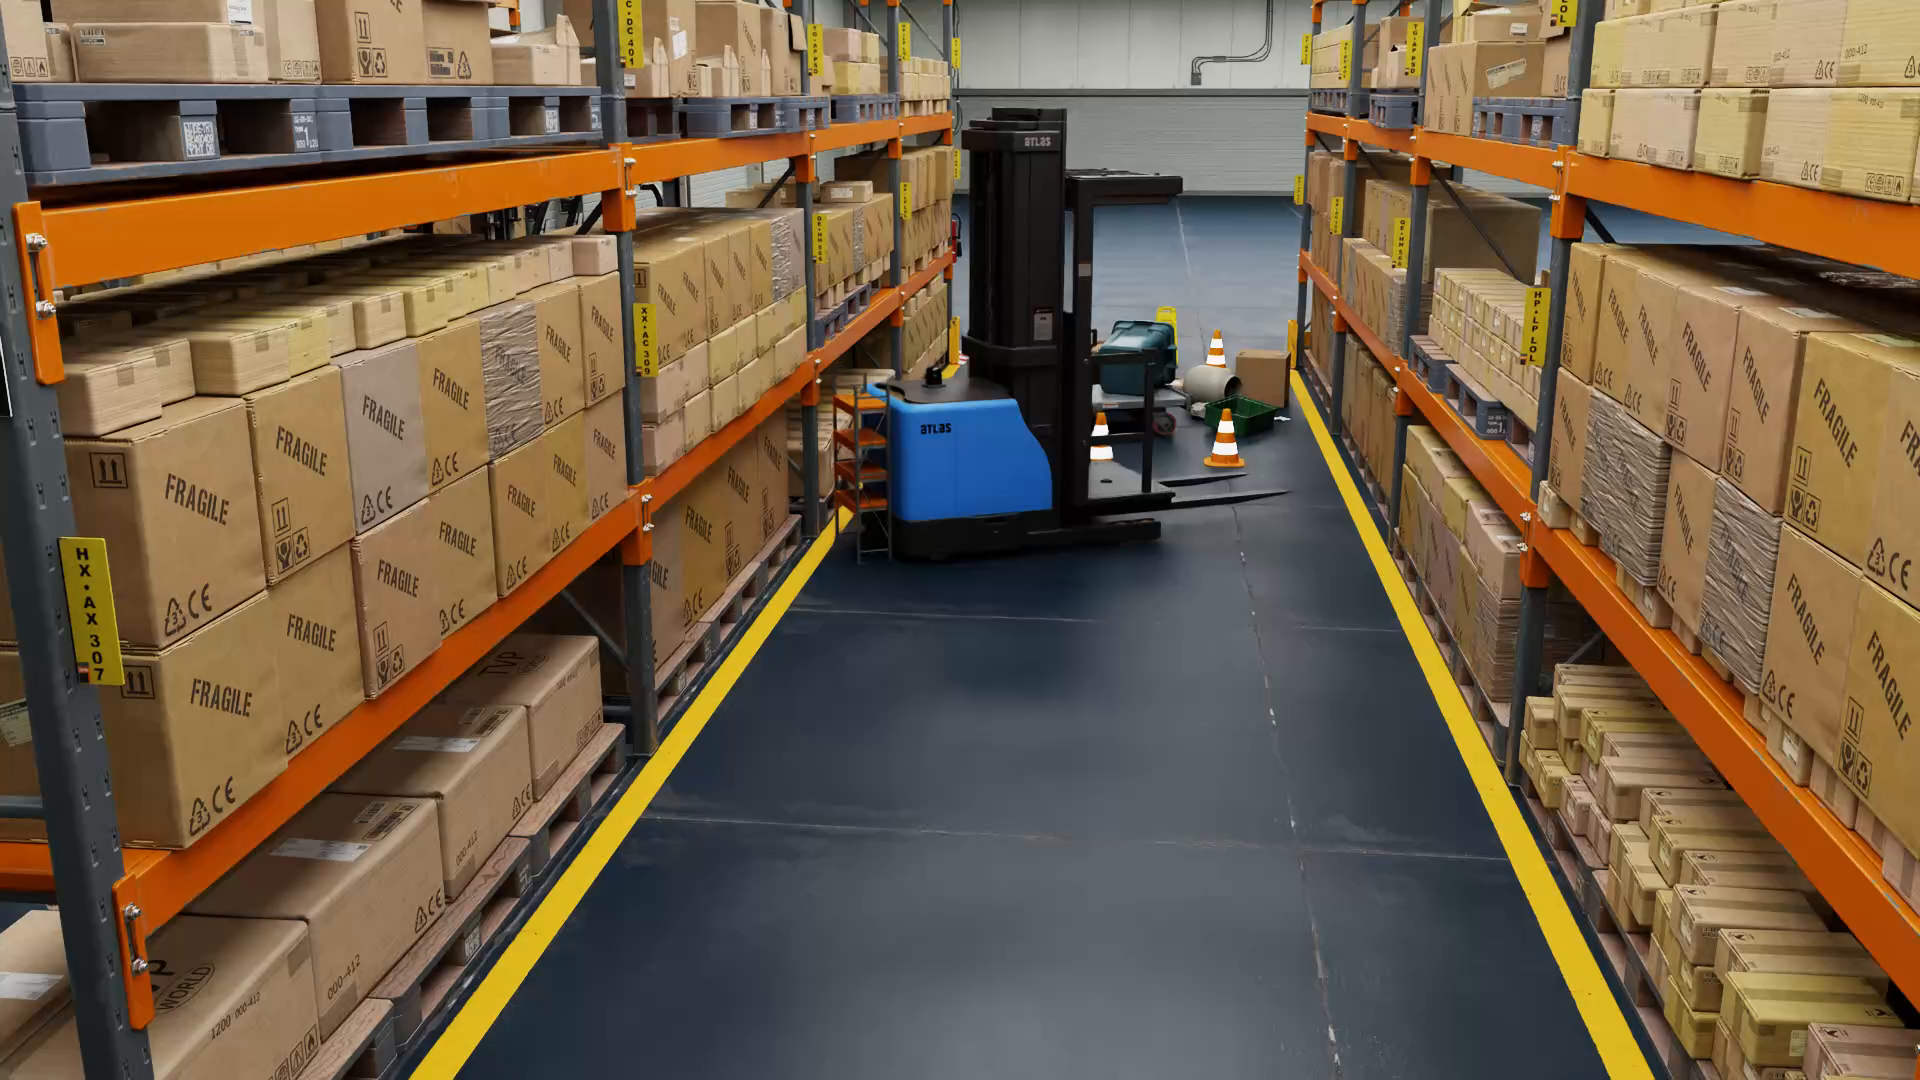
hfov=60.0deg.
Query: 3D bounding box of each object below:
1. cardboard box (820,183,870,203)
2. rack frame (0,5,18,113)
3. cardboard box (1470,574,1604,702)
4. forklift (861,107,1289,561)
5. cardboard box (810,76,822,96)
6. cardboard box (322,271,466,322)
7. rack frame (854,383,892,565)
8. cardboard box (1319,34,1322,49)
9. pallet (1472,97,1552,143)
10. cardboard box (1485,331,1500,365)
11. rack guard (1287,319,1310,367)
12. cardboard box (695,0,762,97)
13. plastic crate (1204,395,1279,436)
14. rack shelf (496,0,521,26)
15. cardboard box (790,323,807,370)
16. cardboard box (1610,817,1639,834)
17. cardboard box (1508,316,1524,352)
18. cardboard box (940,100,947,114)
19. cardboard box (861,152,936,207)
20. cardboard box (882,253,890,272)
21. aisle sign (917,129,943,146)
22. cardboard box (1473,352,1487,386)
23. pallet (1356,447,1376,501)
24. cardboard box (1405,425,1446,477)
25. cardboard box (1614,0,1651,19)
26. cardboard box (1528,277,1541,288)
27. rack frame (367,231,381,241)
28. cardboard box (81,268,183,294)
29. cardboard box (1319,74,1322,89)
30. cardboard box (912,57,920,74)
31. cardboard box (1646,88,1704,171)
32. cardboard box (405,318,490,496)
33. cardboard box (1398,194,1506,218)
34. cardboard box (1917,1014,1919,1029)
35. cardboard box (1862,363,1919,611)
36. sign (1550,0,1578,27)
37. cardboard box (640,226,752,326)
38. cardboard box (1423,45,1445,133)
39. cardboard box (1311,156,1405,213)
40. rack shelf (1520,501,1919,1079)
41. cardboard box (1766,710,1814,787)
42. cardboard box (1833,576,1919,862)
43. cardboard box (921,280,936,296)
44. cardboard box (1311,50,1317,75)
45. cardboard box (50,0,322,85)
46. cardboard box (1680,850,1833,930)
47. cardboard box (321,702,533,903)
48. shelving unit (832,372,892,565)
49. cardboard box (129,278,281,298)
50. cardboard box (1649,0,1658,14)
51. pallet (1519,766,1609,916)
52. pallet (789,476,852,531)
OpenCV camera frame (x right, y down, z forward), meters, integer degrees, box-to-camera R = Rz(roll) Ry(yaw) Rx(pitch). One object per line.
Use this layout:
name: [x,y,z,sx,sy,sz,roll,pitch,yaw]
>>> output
cardboard box: [-0.943,-2.851,13.651,0.380,0.149,0.250,1,15,4]
rack frame: [-2.397,-2.305,2.945,1.000,3.000,0.127,2,15,6]
cardboard box: [2.817,0.478,8.131,0.500,0.500,0.500,1,15,5]
forklift: [0.868,-1.494,11.571,3.031,2.935,1.130,-6,16,-20]
cardboard box: [-1.378,-3.225,11.905,0.700,0.500,0.500,2,15,6]
cardboard box: [-1.884,-0.807,5.550,0.380,0.149,0.250,2,15,6]
rack frame: [-0.572,-0.428,10.947,0.240,1.200,0.015,-6,16,-20]
cardboard box: [3.897,-5.127,17.088,0.380,0.149,0.250,2,15,7]
pallet: [3.273,-2.110,8.331,1.213,0.211,1.003,2,15,6]
cardboard box: [2.978,-1.002,8.730,0.380,0.149,0.250,2,15,7]
rack guard: [4.340,-2.238,18.982,1.175,0.500,0.348,2,15,6]
cardboard box: [-1.405,-2.717,9.220,0.500,0.500,0.500,2,15,7]
plastic crate: [2.604,-1.155,15.465,0.450,0.188,0.662,22,25,31]
rack shelf: [-5.750,-5.540,17.057,1.077,0.370,4.000,2,15,6]
cardboard box: [-1.294,-1.272,10.908,0.500,0.250,0.500,1,15,4]
cardboard box: [2.606,1.061,6.078,0.380,0.149,0.250,2,15,9]
cardboard box: [2.925,-1.010,8.186,0.380,0.149,0.250,2,15,6]
cardboard box: [-0.350,-4.719,18.101,0.380,0.149,0.250,2,15,7]
cardboard box: [-0.615,-3.564,16.420,0.700,0.500,0.500,1,15,5]
cardboard box: [-0.827,-2.461,14.693,0.380,0.149,0.250,2,15,7]
aisle sign: [-0.297,-4.821,18.763,0.394,0.787,0.004,2,15,6]
cardboard box: [3.006,-0.924,9.009,0.380,0.149,0.250,1,15,4]
pallet: [3.739,-0.536,13.238,1.003,0.211,1.213,2,15,6]
cardboard box: [3.117,-0.550,10.498,0.500,0.250,0.500,1,15,4]
cardboard box: [2.646,-1.998,6.123,0.380,0.149,0.250,1,15,4]
cardboard box: [3.754,-1.521,11.347,0.500,0.500,0.500,2,15,7]
rack frame: [-5.976,-2.666,15.775,1.000,3.000,0.127,2,15,6]
cardboard box: [-6.110,-1.905,12.289,0.500,0.250,0.500,2,15,6]
cardboard box: [3.867,-4.675,16.943,0.380,0.149,0.250,2,15,6]
cardboard box: [-0.588,-4.508,15.796,0.380,0.149,0.250,2,15,6]
cardboard box: [2.544,-1.325,5.356,0.500,0.250,0.500,2,15,9]
cardboard box: [-1.903,-0.453,5.483,0.500,0.500,0.500,2,15,6]
cardboard box: [3.607,-2.275,12.223,0.700,0.500,0.500,1,15,5]
cardboard box: [3.010,1.414,4.774,0.380,0.149,0.250,2,15,8]
cardboard box: [2.337,-0.089,3.570,0.500,0.500,0.500,1,15,5]
sign: [2.432,-2.230,6.669,0.100,0.325,0.005,2,15,6]
cardboard box: [-1.470,-1.480,9.280,0.500,0.500,0.500,1,15,5]
cardboard box: [3.106,-2.720,10.036,0.500,0.500,0.500,2,15,6]
cardboard box: [4.089,-3.651,17.060,0.875,0.550,0.550,2,15,6]
rack shelf: [2.758,0.540,5.298,1.077,0.370,4.000,2,15,6]
cardboard box: [2.373,0.544,4.386,0.380,0.149,0.250,2,15,8]
cardboard box: [2.327,0.395,3.693,0.500,0.500,0.500,2,15,7]
cardboard box: [-0.461,-2.663,17.547,0.380,0.149,0.250,2,15,9]
cardboard box: [4.028,-5.091,17.719,0.500,0.250,0.500,2,15,6]
cardboard box: [-2.179,-1.451,4.711,0.500,0.311,0.500,2,15,7]
cardboard box: [2.536,1.116,5.304,0.380,0.149,0.250,1,15,4]
cardboard box: [-2.224,0.980,6.395,0.875,0.438,0.875,1,15,5]
shelving unit: [-0.659,-0.488,11.167,0.258,1.200,0.503,-6,16,-20]
cardboard box: [-2.418,-0.752,5.346,0.380,0.149,0.250,2,15,8]
cardboard box: [2.674,-1.931,5.876,0.380,0.149,0.250,2,15,6]
pallet: [2.943,1.195,6.839,1.003,0.211,1.213,2,15,6]
pallet: [-1.405,-0.340,12.515,1.003,0.211,1.213,2,15,6]
